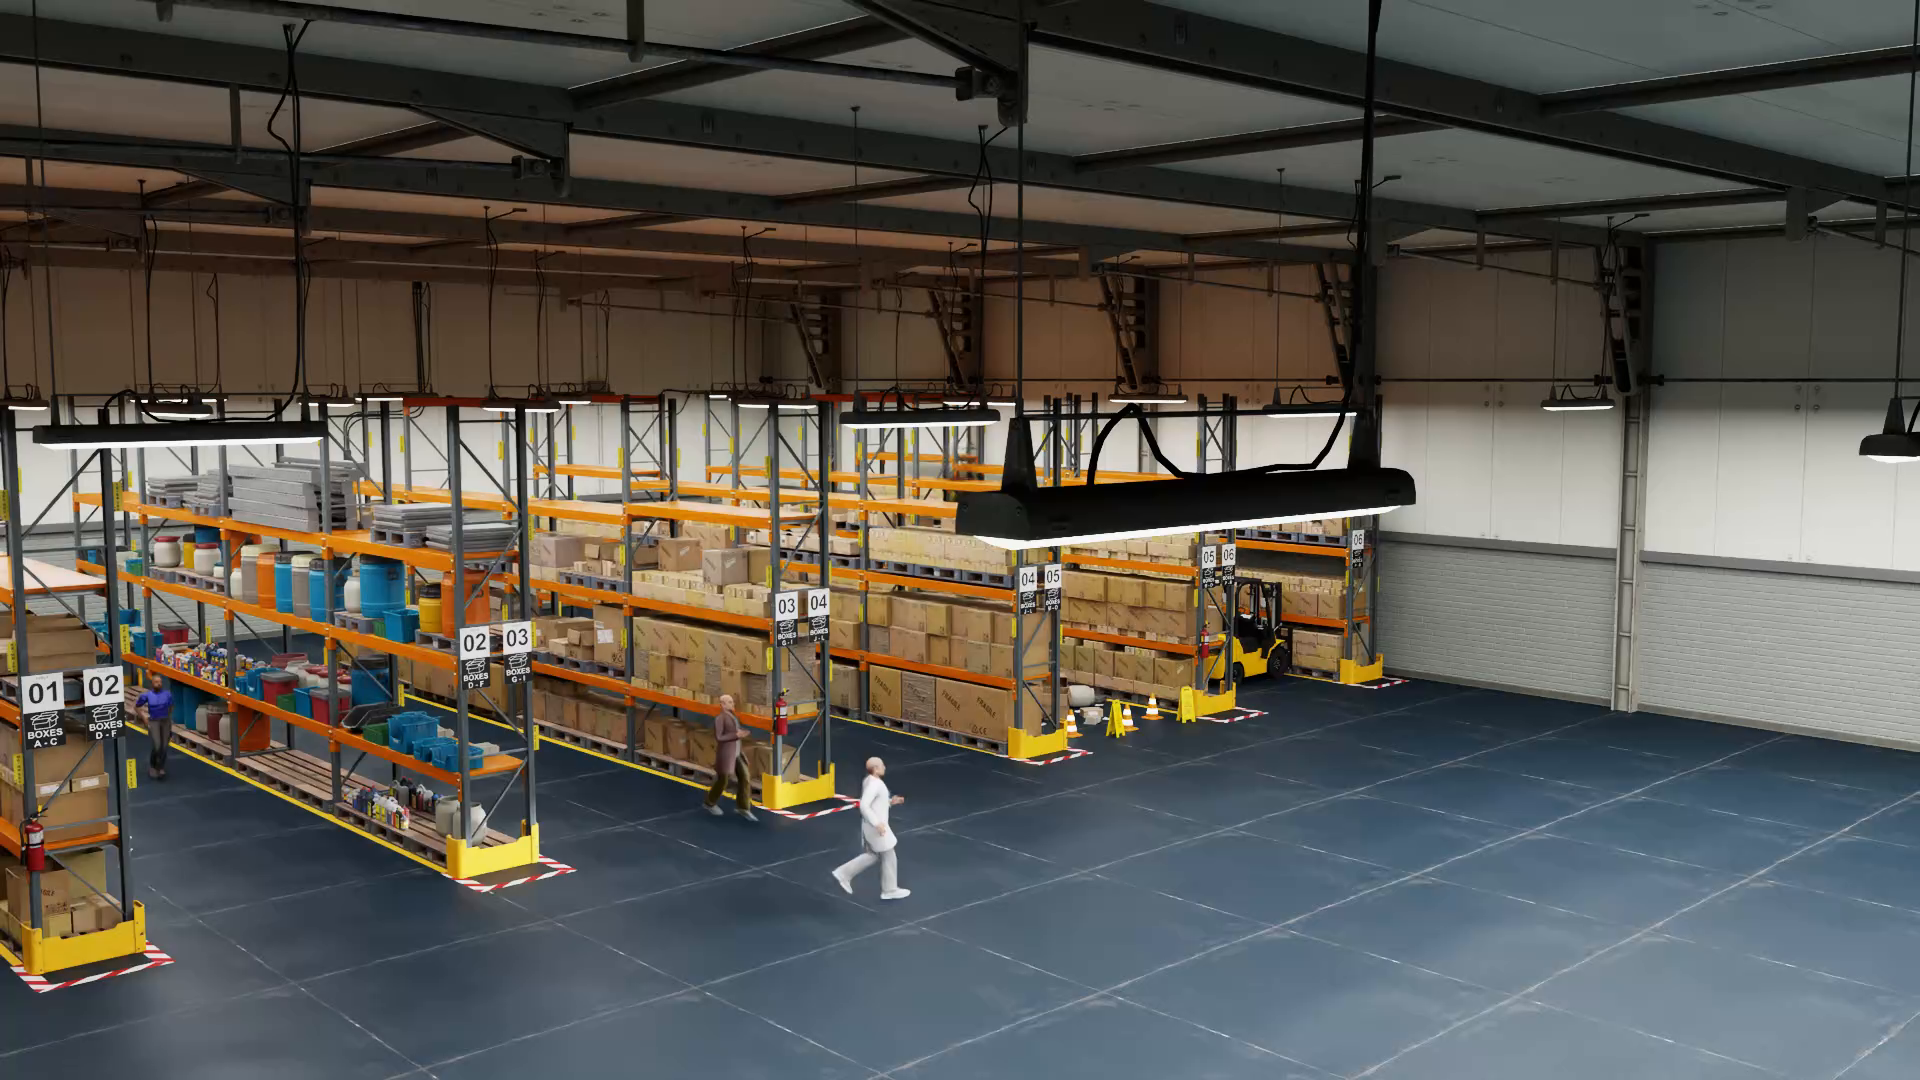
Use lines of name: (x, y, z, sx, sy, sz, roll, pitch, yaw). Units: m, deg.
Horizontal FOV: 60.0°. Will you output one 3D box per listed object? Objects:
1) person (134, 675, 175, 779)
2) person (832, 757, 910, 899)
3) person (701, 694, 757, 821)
person: (-12.708, 2.970, 26.387, 0.615, 1.649, 0.559, 5, 8, 43)
person: (-1.067, 3.495, 20.129, 0.955, 1.756, 0.709, -1, 6, -15)
person: (-3.336, 3.126, 23.897, 0.846, 1.834, 0.692, 3, 6, 24)
